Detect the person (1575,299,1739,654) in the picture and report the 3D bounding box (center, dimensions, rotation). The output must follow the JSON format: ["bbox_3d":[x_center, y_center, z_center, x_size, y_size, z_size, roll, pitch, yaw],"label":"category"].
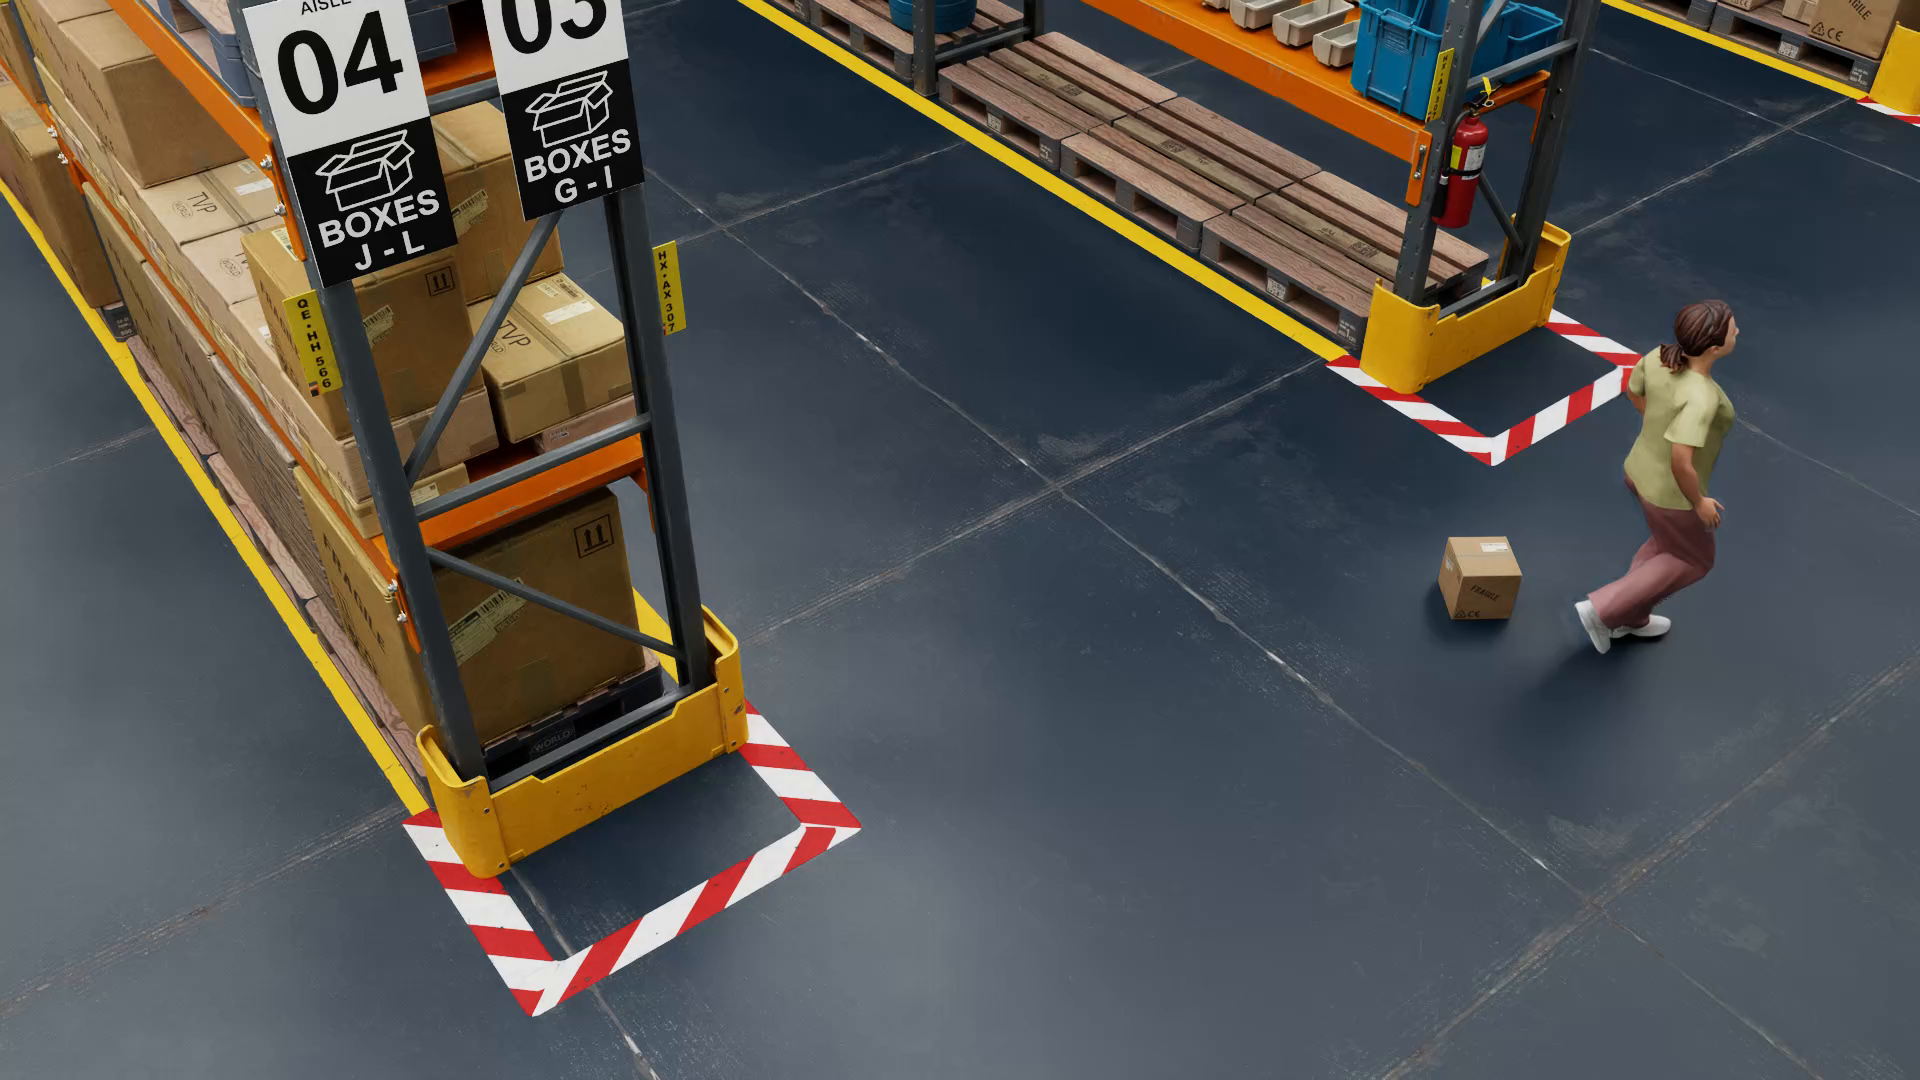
[{"bbox_3d":[2.733,-0.226,6.460,0.502,1.620,0.606,-5,41,-6],"label":"person"}]
